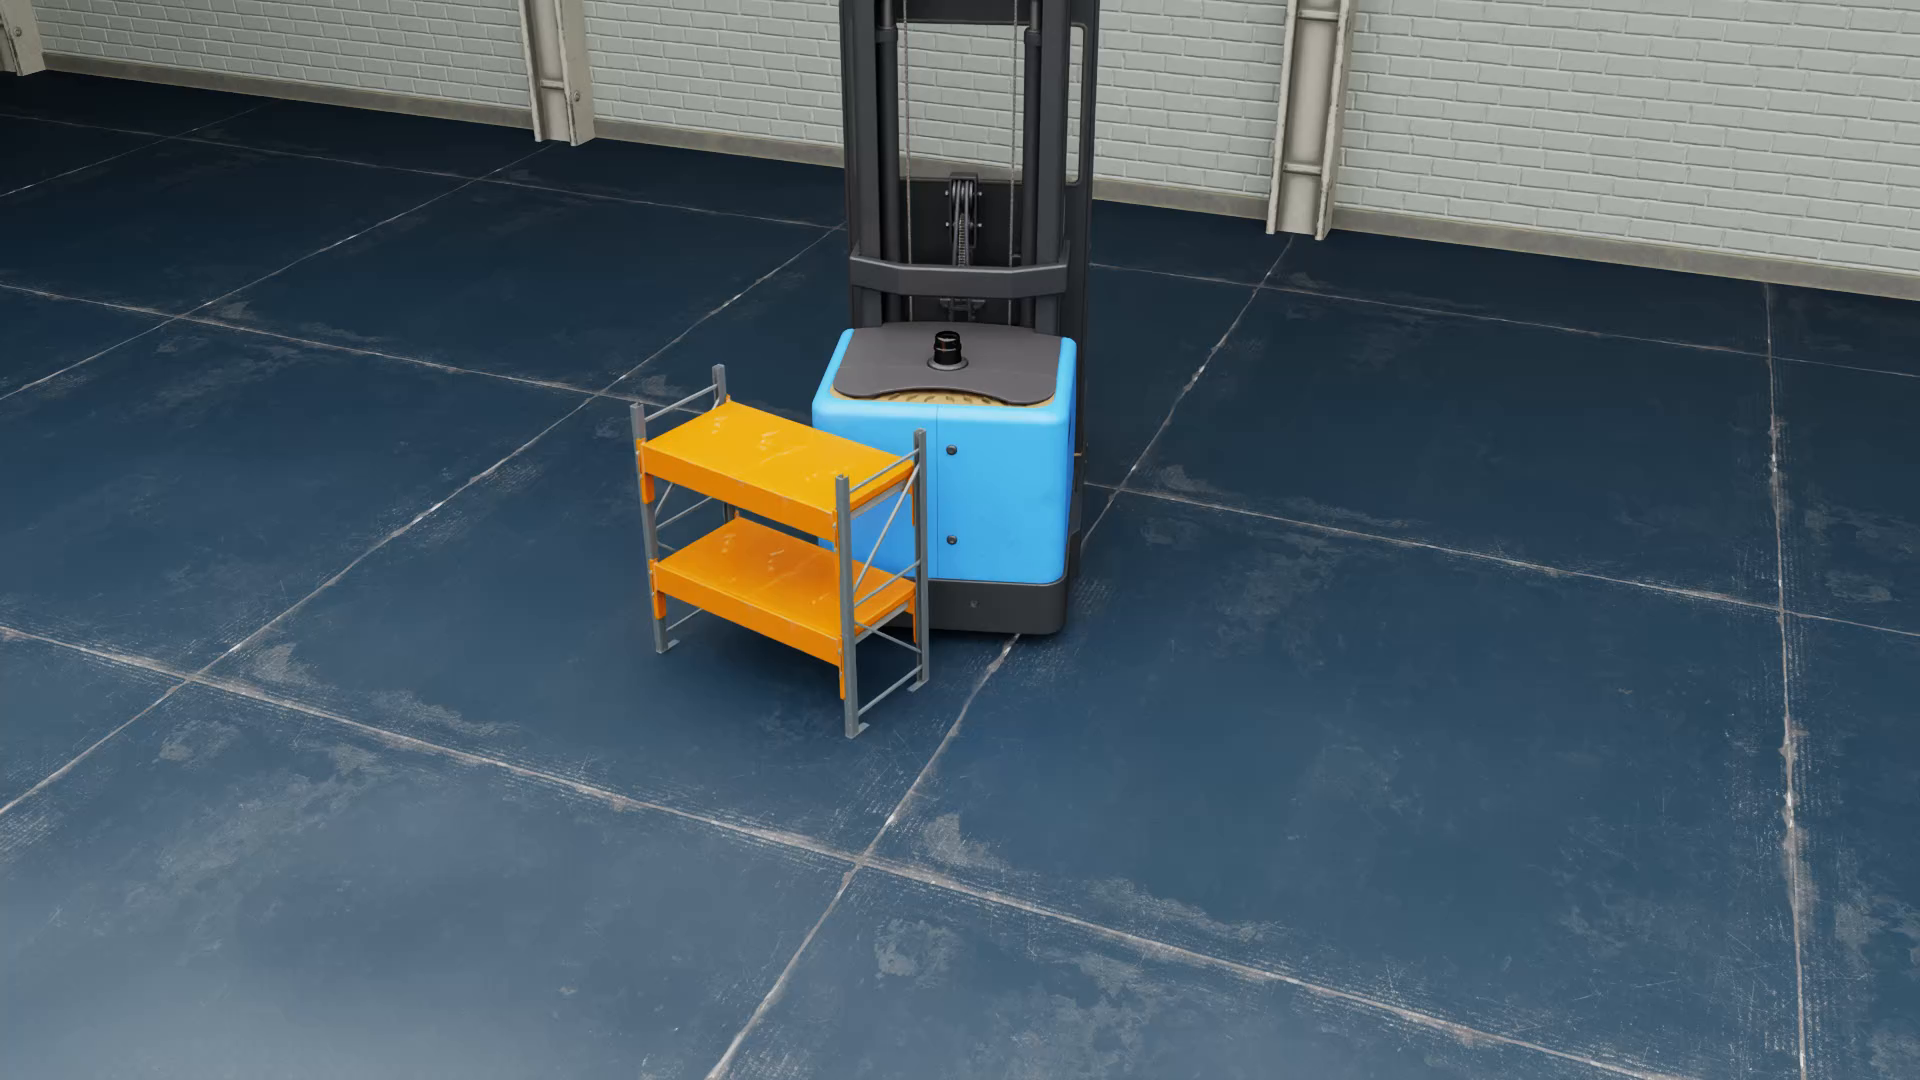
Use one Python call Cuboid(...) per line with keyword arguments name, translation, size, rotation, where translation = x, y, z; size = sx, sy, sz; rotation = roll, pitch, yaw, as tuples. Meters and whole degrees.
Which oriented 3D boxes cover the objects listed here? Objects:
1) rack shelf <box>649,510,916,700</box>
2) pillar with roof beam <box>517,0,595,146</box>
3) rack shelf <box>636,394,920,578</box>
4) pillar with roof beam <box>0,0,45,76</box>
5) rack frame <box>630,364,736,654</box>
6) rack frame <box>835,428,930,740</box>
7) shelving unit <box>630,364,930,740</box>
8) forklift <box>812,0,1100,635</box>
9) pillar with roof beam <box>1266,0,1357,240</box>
Cuboid(name="rack shelf", translation=(-0.695, 0.241, 6.678), size=(1.000, 0.278, 0.538), rotation=(20, 35, 31))
Cuboid(name="pillar with roof beam", translation=(-4.822, -5.221, 7.842), size=(0.400, 9.000, 9.100), rotation=(11, 31, 19))
Cuboid(name="rack shelf", translation=(-0.695, -0.227, 6.414), size=(1.000, 0.278, 0.538), rotation=(20, 35, 31))
Cuboid(name="pillar with roof beam", translation=(-10.382, -6.331, 9.806), size=(0.400, 9.000, 9.100), rotation=(11, 31, 19))
Cuboid(name="rack frame", translation=(-1.107, -0.119, 6.817), size=(0.032, 1.125, 0.500), rotation=(20, 35, 31))
Cuboid(name="rack frame", translation=(-0.283, 0.174, 6.299), size=(0.032, 1.125, 0.500), rotation=(20, 35, 31))
Cuboid(name="shelving unit", translation=(-0.695, 0.028, 6.558), size=(1.048, 1.125, 0.538), rotation=(20, 35, 31))
Cuboid(name="forklift", translation=(0.064, -1.582, 7.569), size=(1.130, 2.935, 3.031), rotation=(3, 30, 5))
Cuboid(name="pillar with roof beam", translation=(0.737, -4.111, 5.878), size=(0.400, 9.000, 9.100), rotation=(11, 31, 19))
